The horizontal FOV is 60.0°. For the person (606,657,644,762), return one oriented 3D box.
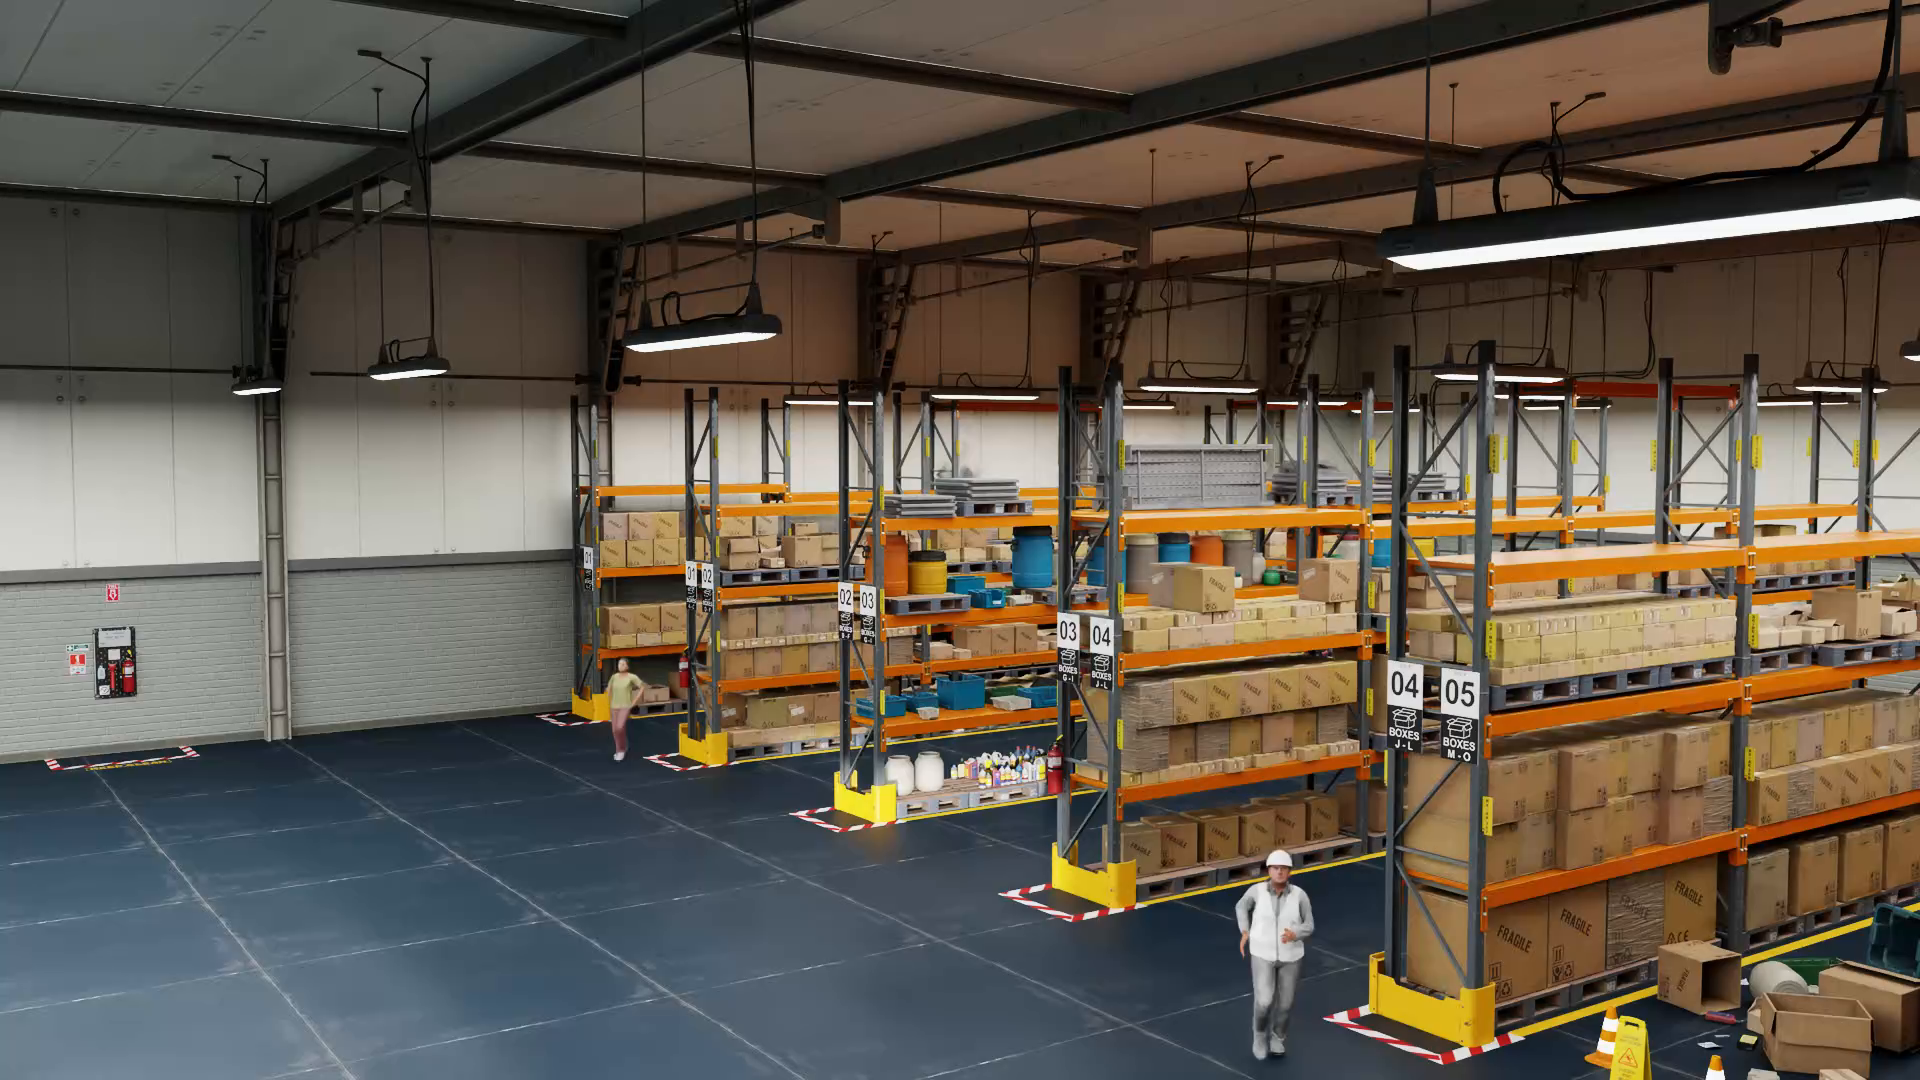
[{"bbox_3d":[-5.444,2.727,26.765,0.597,1.663,0.576,1,4,16],"label":"person"}]

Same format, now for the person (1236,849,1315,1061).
[{"bbox_3d":[2.616,3.450,13.782,0.631,1.755,0.681,0,3,6],"label":"person"}]

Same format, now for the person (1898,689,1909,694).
[{"bbox_3d":[12.798,2.939,22.563,0.818,1.842,0.666,-2,4,-33],"label":"person"}]
